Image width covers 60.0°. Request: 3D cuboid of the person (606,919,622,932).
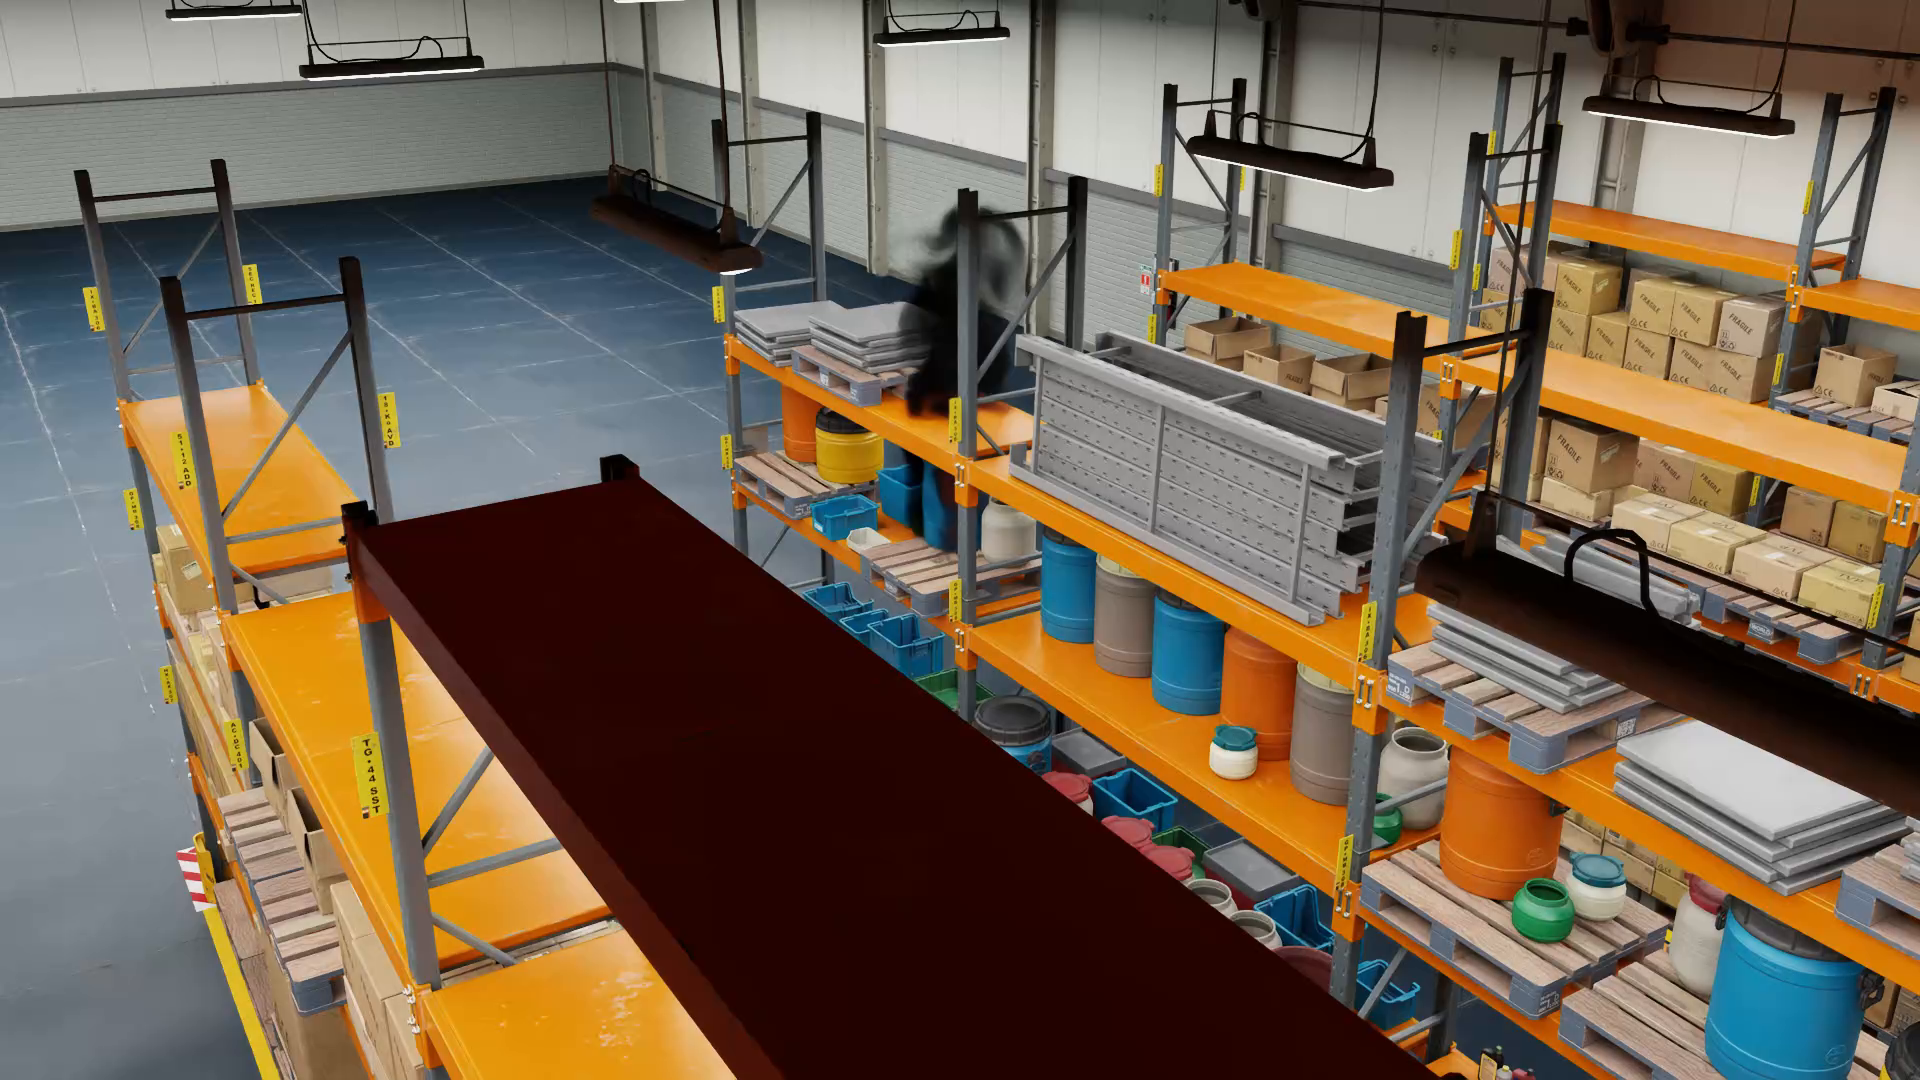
[{"bbox_3d":[-2.483,3.115,11.326,0.571,1.688,0.904,-18,28,-38],"label":"person"}]
